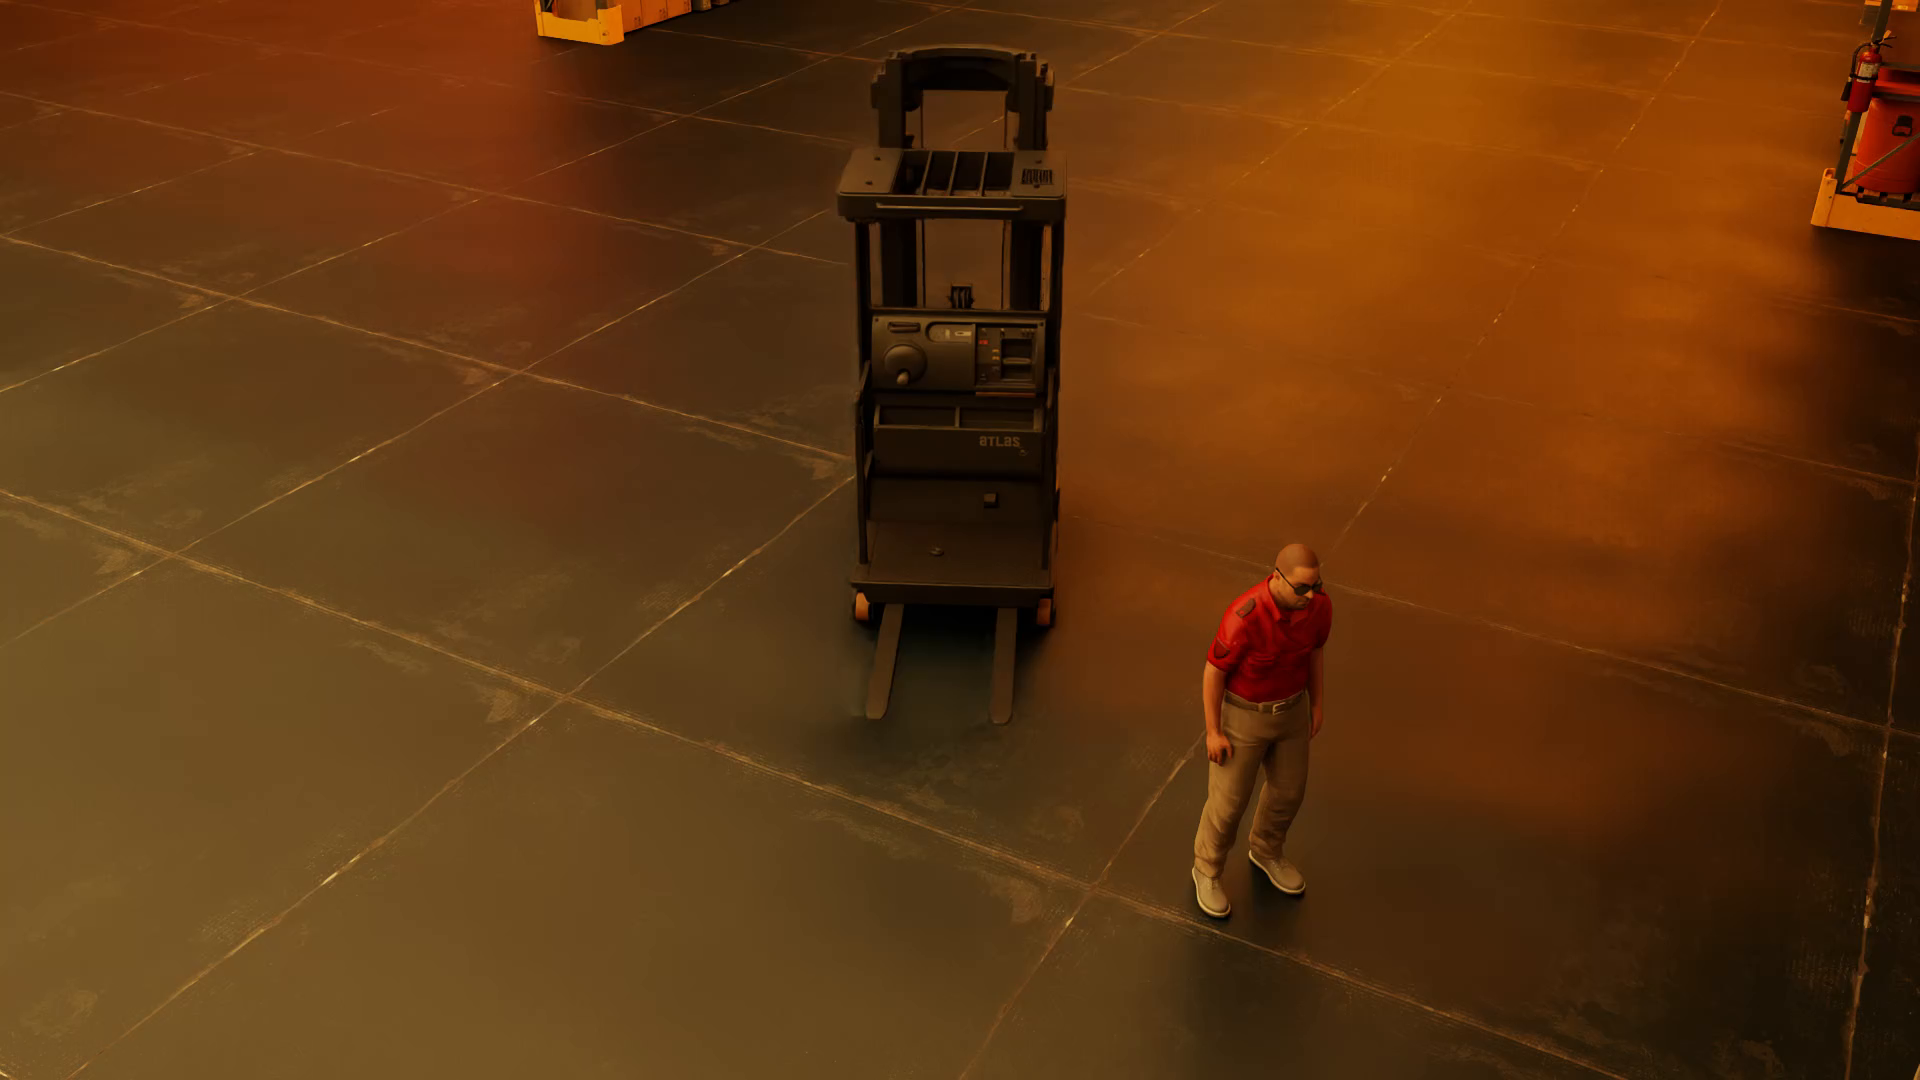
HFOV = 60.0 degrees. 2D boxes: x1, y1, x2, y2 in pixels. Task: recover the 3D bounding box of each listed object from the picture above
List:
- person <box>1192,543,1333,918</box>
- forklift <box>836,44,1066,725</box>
[{"bbox_3d":[1.278,0.755,6.966,0.593,1.725,0.398,-13,32,-21],"label":"person"},{"bbox_3d":[-0.018,-0.955,8.725,1.130,2.935,3.031,2,30,3],"label":"forklift"}]
